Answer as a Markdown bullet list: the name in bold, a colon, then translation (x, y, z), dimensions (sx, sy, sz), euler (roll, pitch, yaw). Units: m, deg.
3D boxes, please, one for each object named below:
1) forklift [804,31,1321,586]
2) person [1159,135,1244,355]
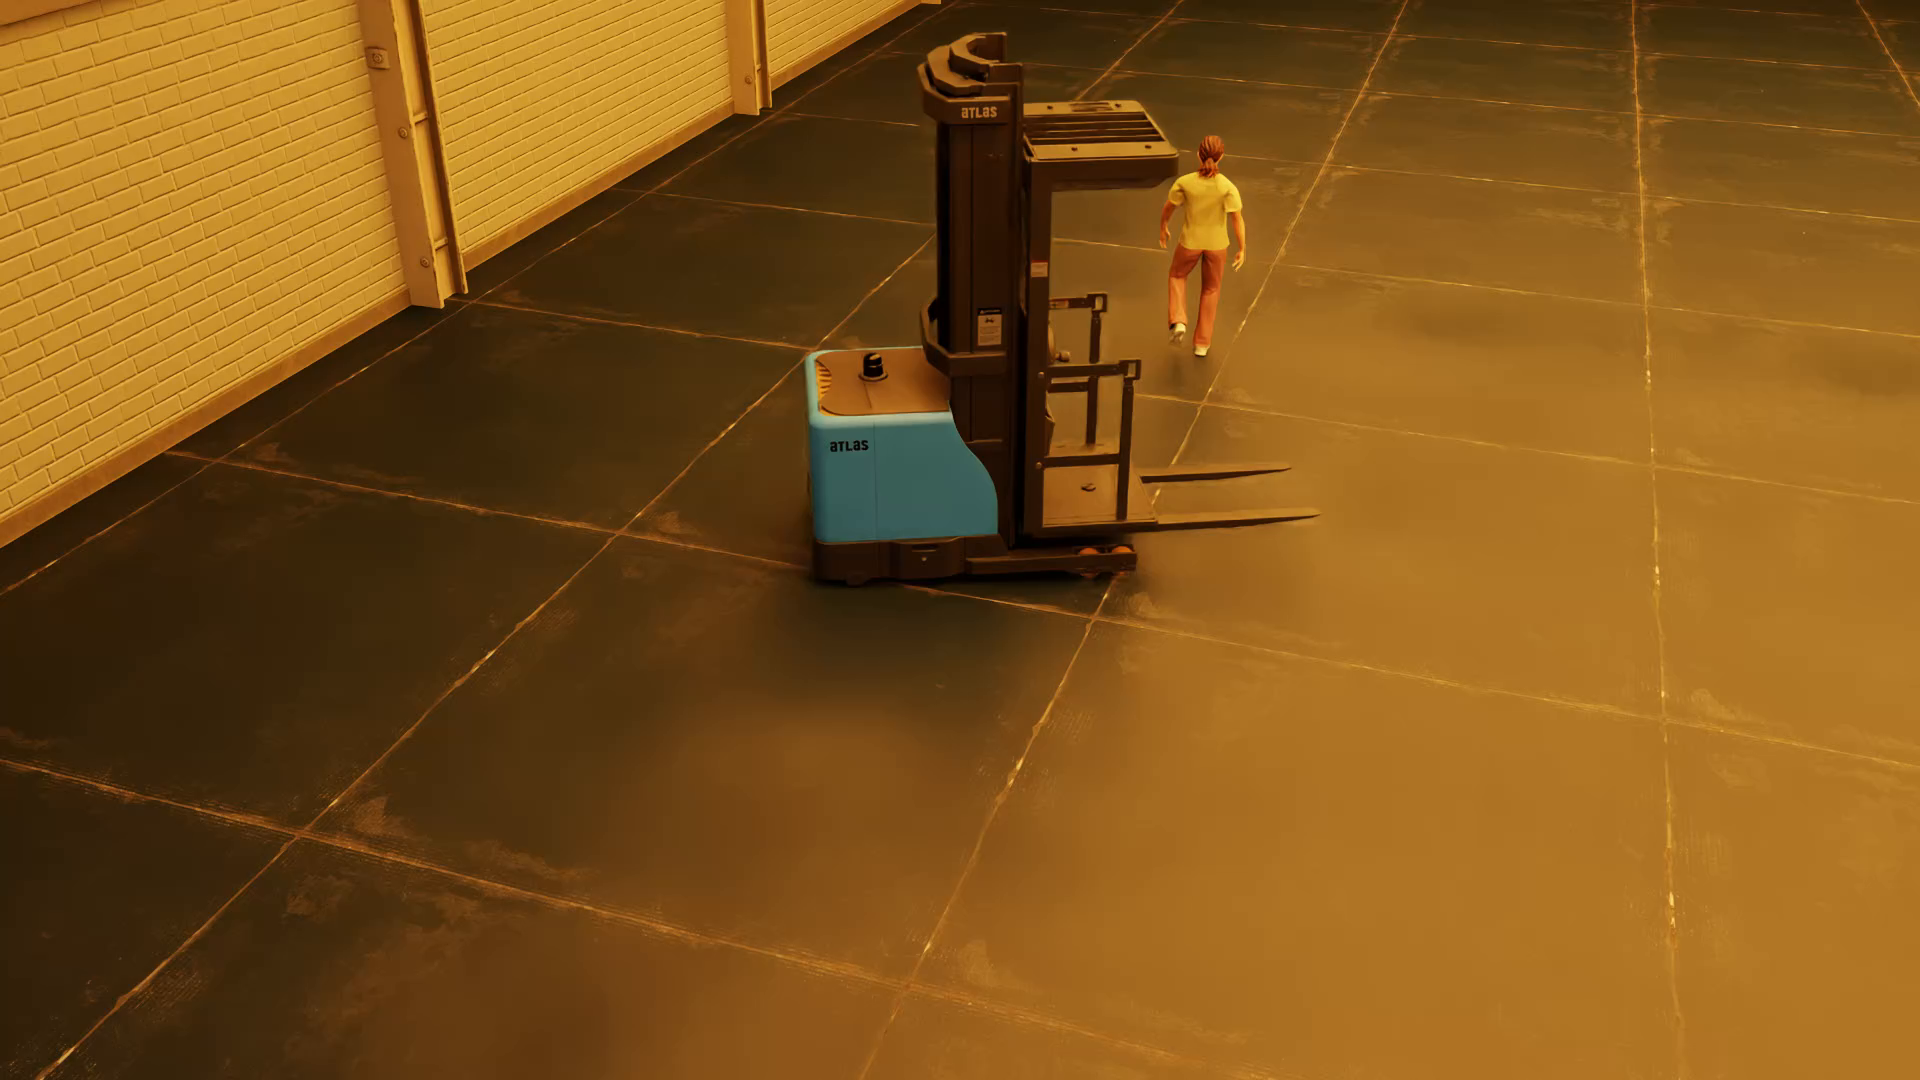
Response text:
- **forklift**: translation (0.611, -1.314, 9.442), dimensions (3.031, 2.935, 1.130), euler (-3, 30, -6)
- **person**: translation (1.772, -2.159, 12.216), dimensions (0.635, 1.655, 0.478), euler (5, 30, 10)
